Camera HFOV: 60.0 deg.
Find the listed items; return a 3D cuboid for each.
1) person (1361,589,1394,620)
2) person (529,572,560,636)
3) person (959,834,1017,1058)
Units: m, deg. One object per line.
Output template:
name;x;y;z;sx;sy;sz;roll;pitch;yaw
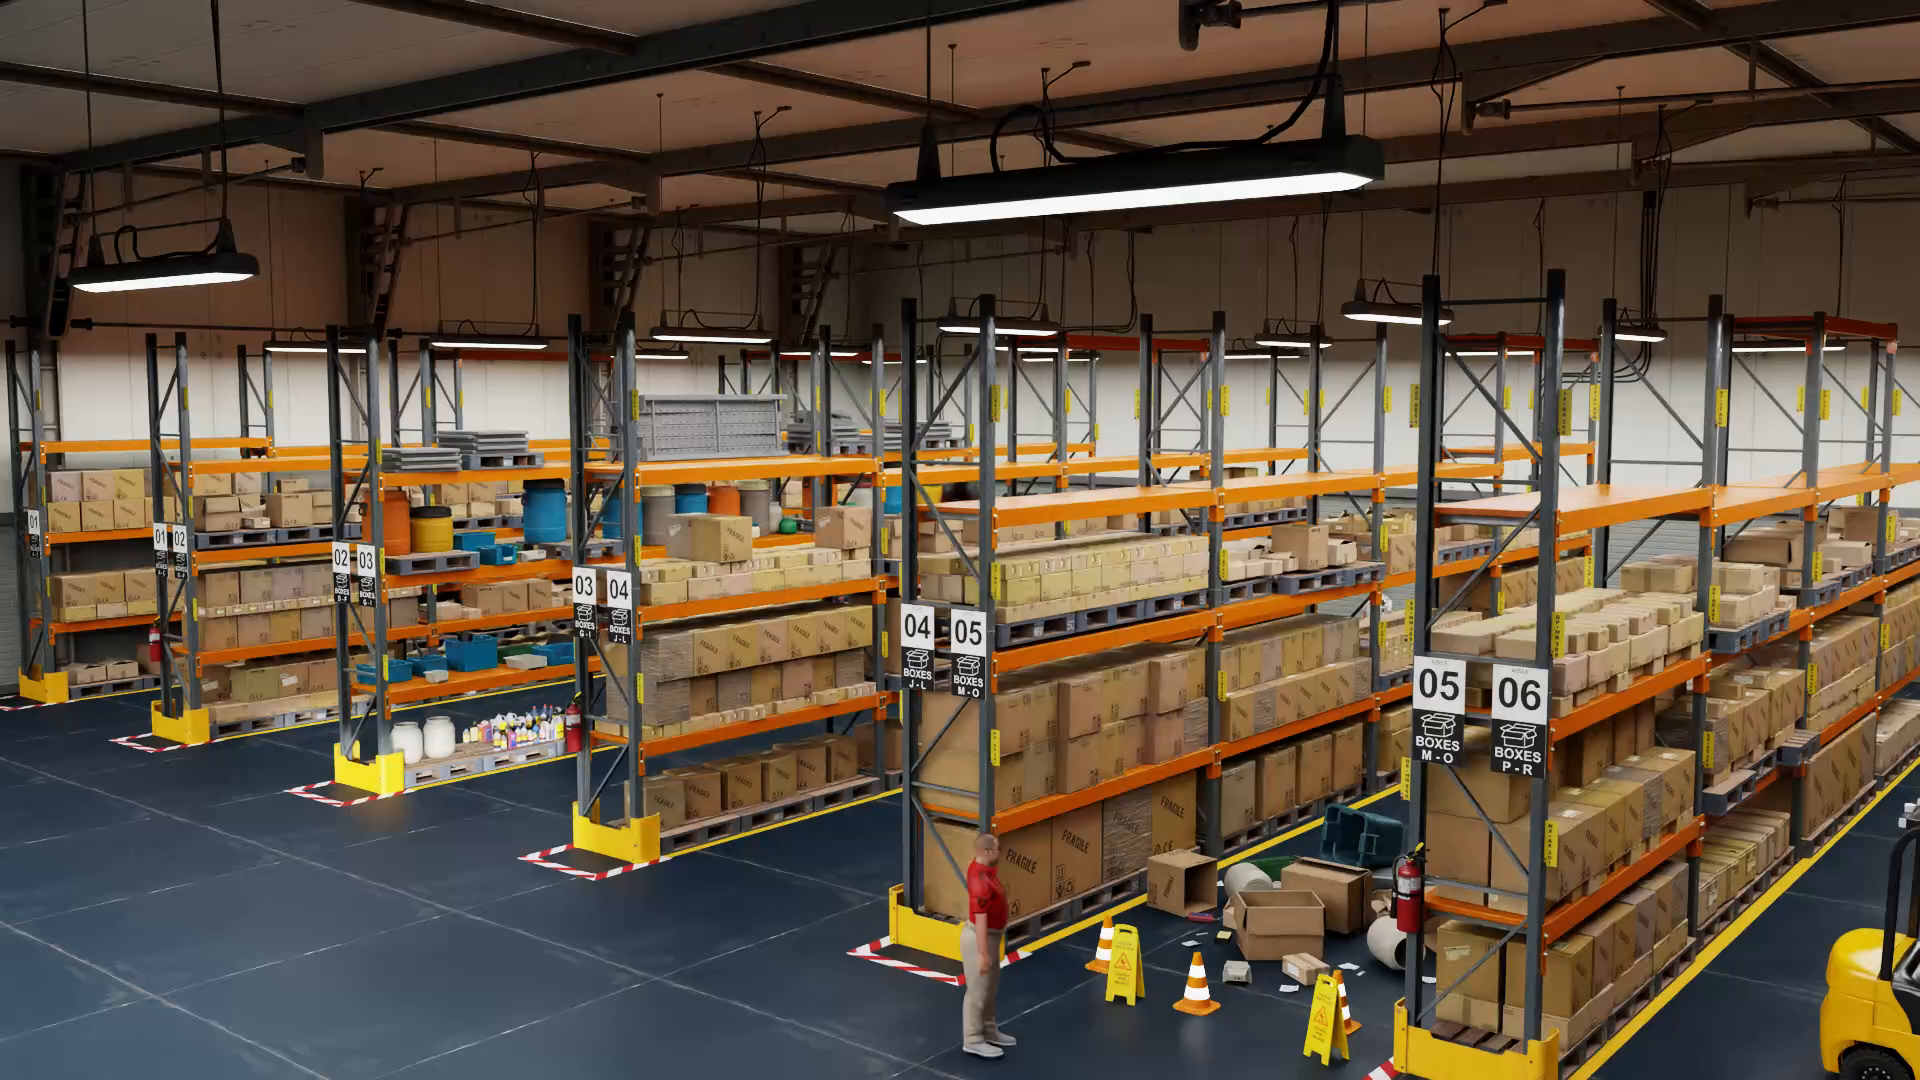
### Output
person;7.590;1.594;30.219;0.605;1.719;1.017;2;5;17
person;-8.372;1.363;33.309;0.552;1.614;0.961;3;6;28
person;0.224;3.142;12.935;0.419;1.749;0.555;0;5;5
